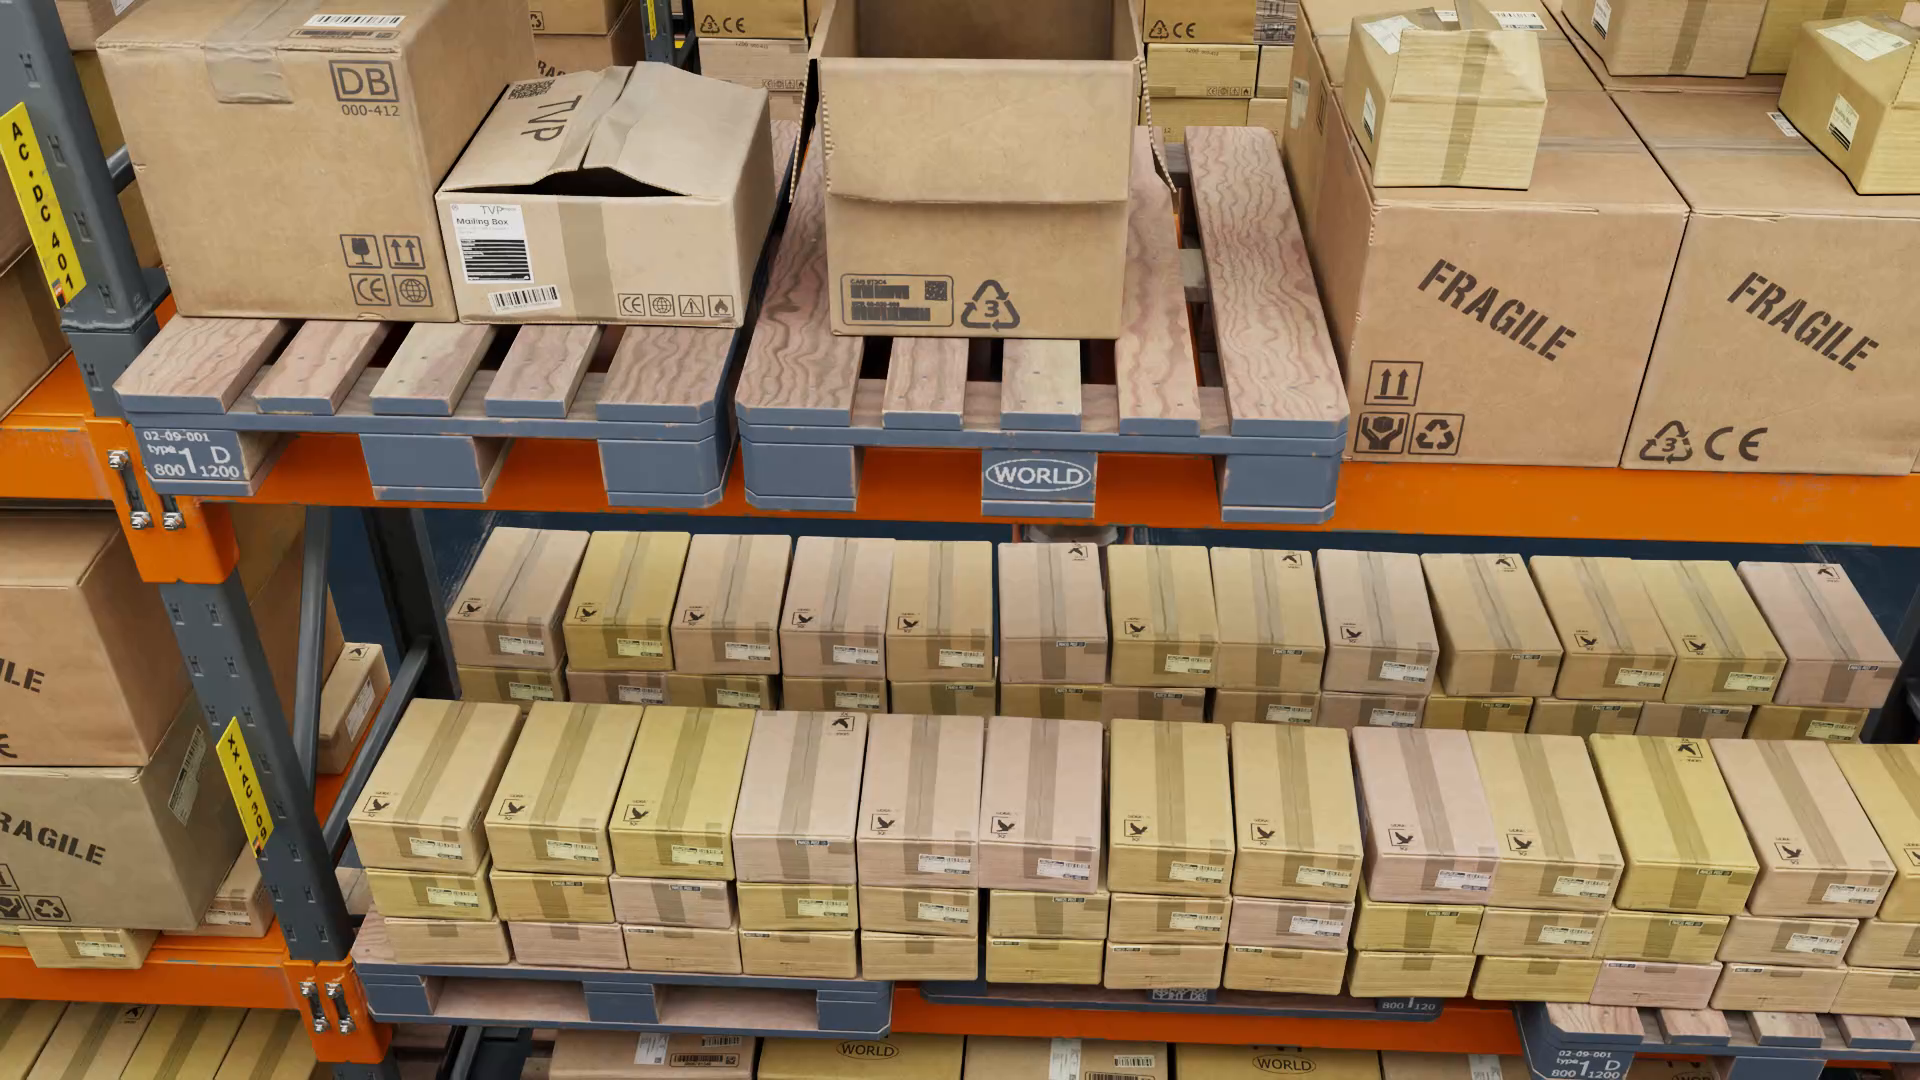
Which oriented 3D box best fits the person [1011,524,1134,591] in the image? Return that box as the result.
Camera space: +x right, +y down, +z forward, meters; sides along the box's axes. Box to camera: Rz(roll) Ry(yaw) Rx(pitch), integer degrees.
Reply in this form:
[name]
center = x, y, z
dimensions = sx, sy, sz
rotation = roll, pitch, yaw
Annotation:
[person]
center = 0.411, -0.006, 6.164
dimensions = 0.482, 1.594, 0.341
rotation = 0, 36, 0
